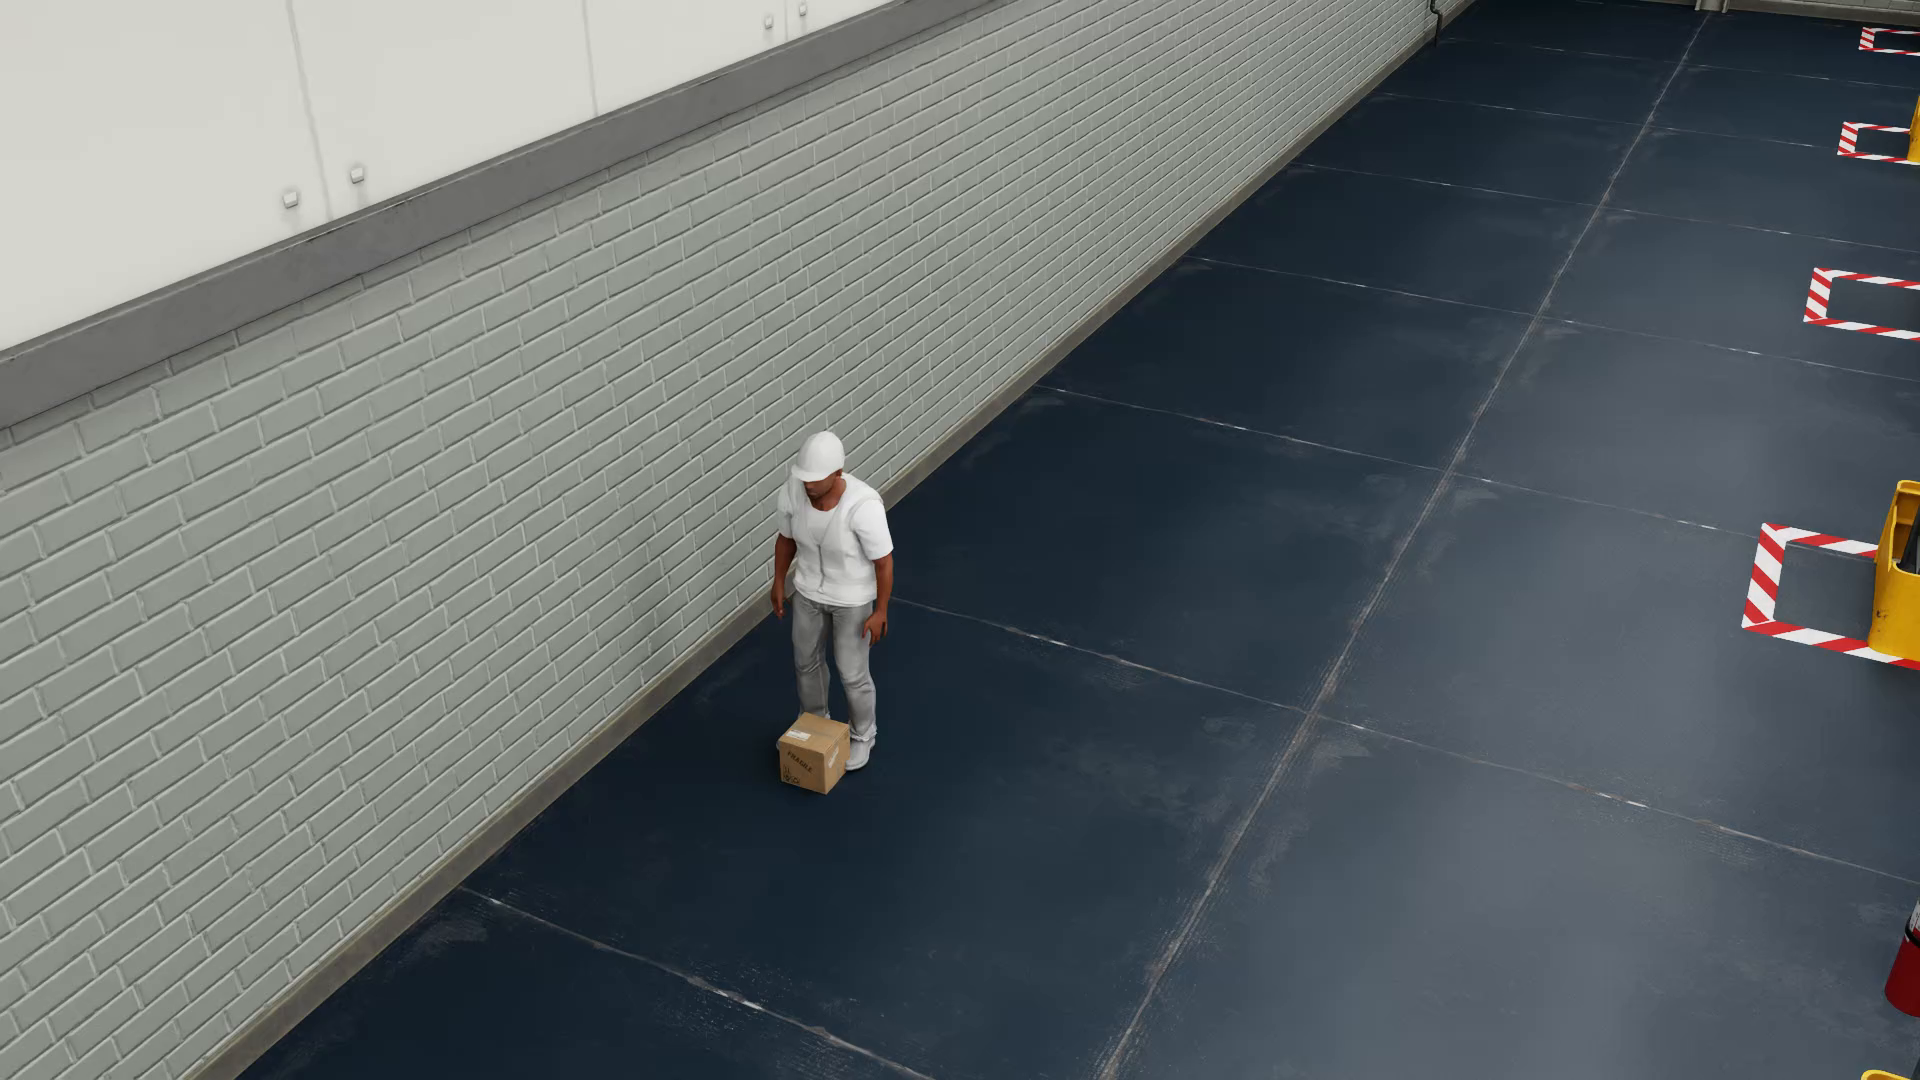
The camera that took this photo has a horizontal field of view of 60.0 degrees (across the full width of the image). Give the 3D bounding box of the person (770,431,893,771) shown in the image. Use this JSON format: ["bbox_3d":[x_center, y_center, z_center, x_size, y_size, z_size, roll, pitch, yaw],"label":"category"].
[{"bbox_3d":[-0.607,0.267,7.809,0.628,1.761,0.456,15,33,24],"label":"person"}]
